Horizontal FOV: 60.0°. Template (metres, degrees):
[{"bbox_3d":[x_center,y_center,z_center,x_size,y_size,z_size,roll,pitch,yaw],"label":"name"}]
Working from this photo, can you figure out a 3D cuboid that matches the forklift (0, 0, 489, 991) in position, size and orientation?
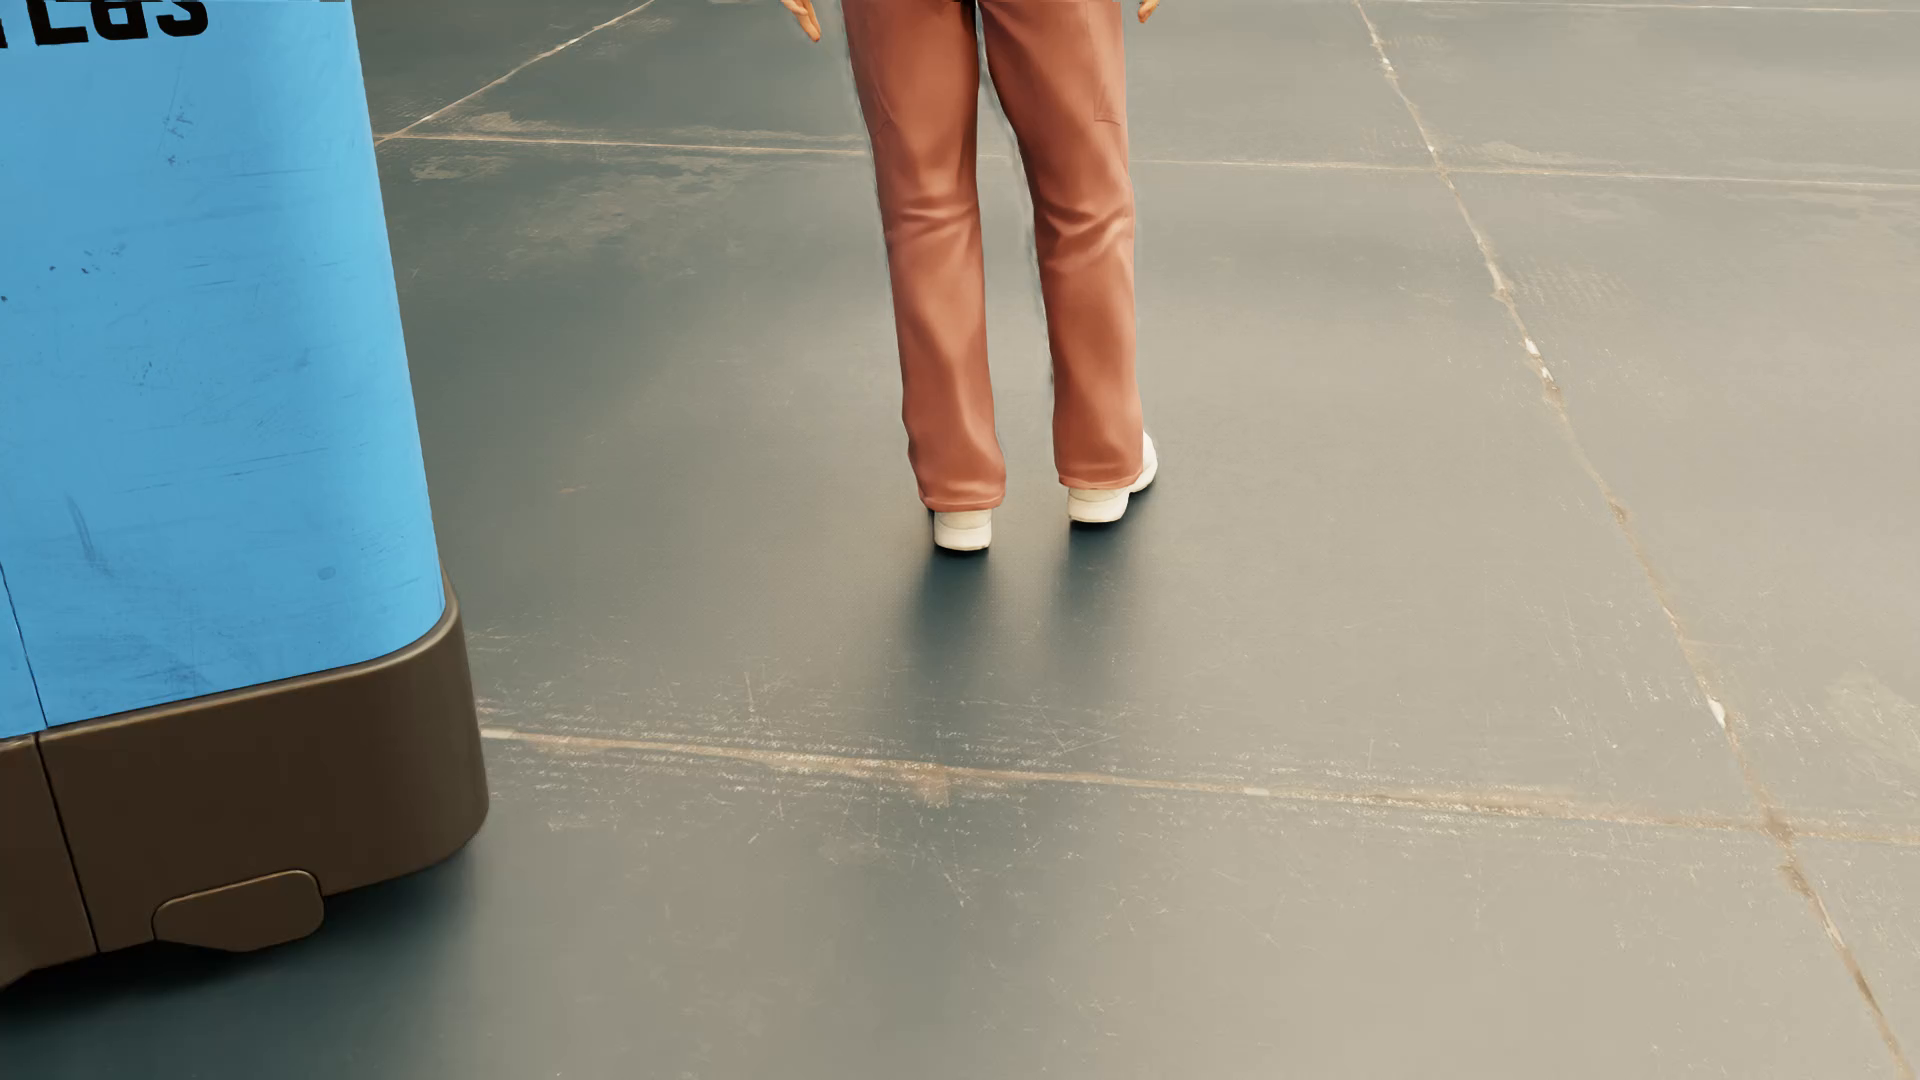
[{"bbox_3d":[-2.058,-0.855,0.930,3.031,2.935,1.130,-12,29,-22],"label":"forklift"}]

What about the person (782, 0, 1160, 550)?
[{"bbox_3d":[0.022,-0.789,2.194,0.553,1.674,0.534,3,27,6],"label":"person"}]
